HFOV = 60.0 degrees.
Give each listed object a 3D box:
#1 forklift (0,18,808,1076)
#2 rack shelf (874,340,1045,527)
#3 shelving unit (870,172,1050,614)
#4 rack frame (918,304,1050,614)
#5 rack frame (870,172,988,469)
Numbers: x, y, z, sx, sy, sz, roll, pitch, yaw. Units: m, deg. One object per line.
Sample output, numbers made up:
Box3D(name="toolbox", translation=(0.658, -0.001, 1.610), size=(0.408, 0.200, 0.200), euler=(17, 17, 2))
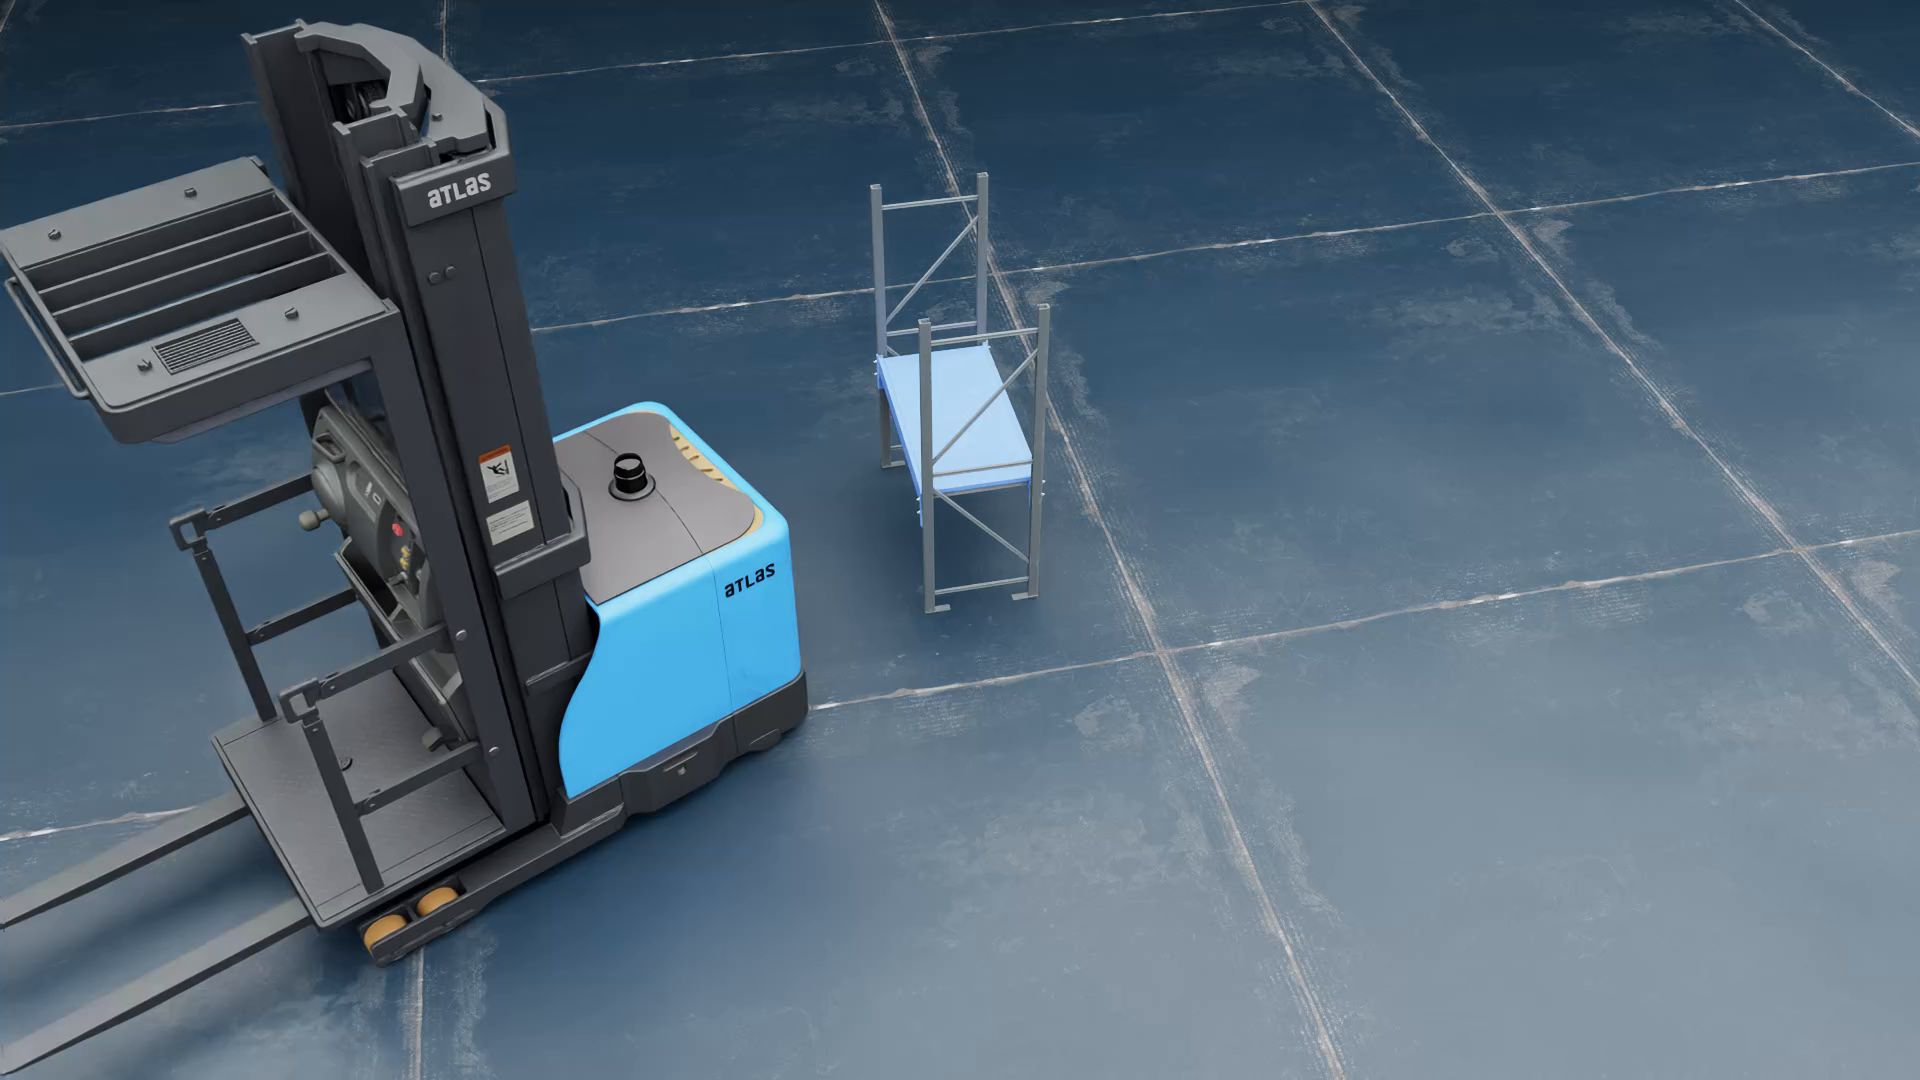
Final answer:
Box3D(name="forklift", translation=(-2.084, -0.012, 5.338), size=(3.031, 2.935, 1.130), euler=(-27, 48, -27))
Box3D(name="rack shelf", translation=(-0.018, -0.482, 7.216), size=(0.538, 0.185, 1.000), euler=(-8, 42, -9))
Box3D(name="shelving unit", translation=(-0.018, -0.616, 7.096), size=(0.538, 1.500, 1.048), euler=(-8, 42, -9))
Box3D(name="rack frame", translation=(0.091, -0.287, 6.725), size=(0.500, 1.500, 0.032), euler=(-8, 42, -9))
Box3D(name="rack frame", translation=(-0.128, -0.946, 7.467), size=(0.500, 1.500, 0.032), euler=(-8, 42, -9))
